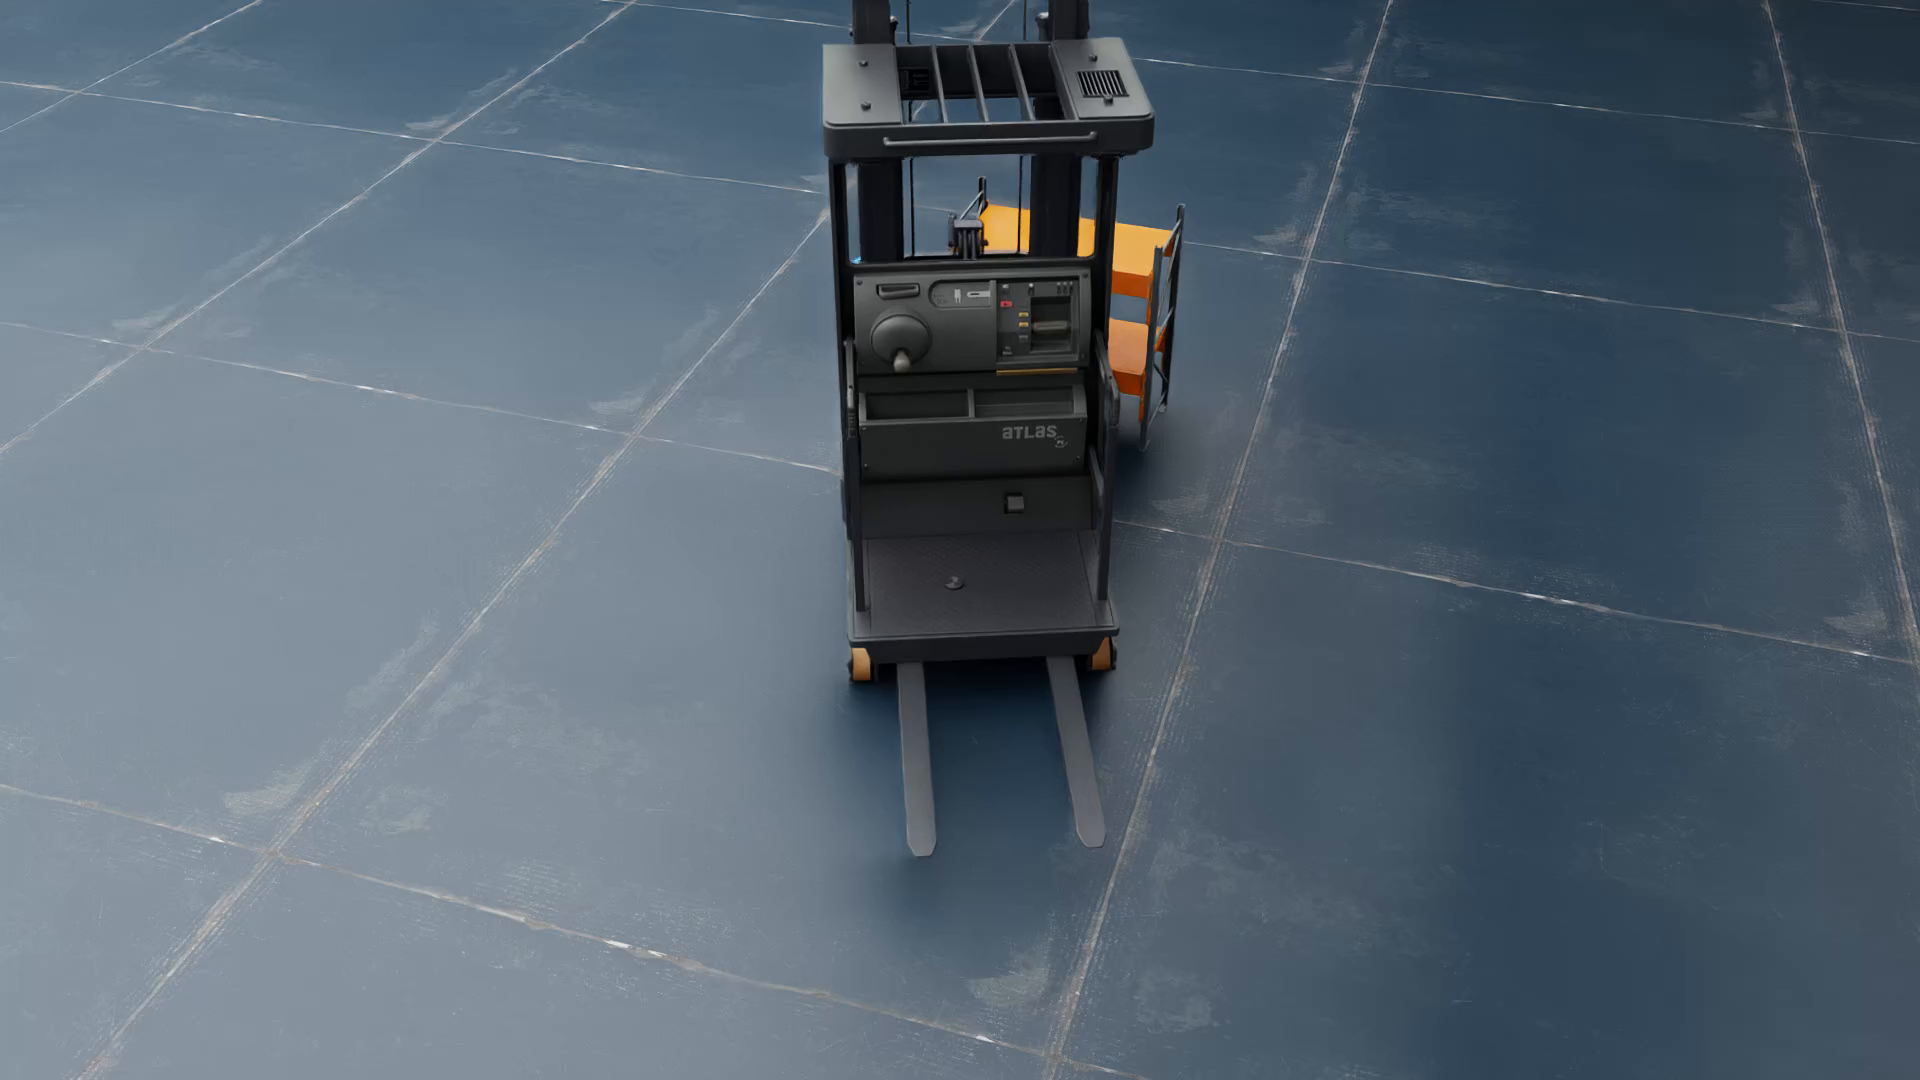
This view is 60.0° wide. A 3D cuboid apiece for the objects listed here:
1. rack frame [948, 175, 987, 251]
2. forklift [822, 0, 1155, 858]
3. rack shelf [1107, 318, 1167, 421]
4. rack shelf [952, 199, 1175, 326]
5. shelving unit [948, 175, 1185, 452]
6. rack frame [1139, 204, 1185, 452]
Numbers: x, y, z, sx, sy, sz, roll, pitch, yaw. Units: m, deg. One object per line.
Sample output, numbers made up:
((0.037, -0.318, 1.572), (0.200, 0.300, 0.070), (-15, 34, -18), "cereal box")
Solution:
((0.037, -1.237, 8.481), (0.032, 1.125, 0.500), (12, 38, 15), "rack frame")
((0.068, -0.794, 6.356), (1.130, 2.935, 3.031), (-2, 36, -3), "forklift")
((0.516, -0.940, 8.490), (1.000, 0.278, 0.538), (12, 38, 15), "rack shelf")
((0.516, -1.373, 8.172), (1.000, 0.278, 0.538), (12, 38, 15), "rack shelf")
((0.516, -1.137, 8.346), (1.048, 1.125, 0.538), (12, 38, 15), "shelving unit")
((0.996, -1.038, 8.210), (0.032, 1.125, 0.500), (12, 38, 15), "rack frame")
